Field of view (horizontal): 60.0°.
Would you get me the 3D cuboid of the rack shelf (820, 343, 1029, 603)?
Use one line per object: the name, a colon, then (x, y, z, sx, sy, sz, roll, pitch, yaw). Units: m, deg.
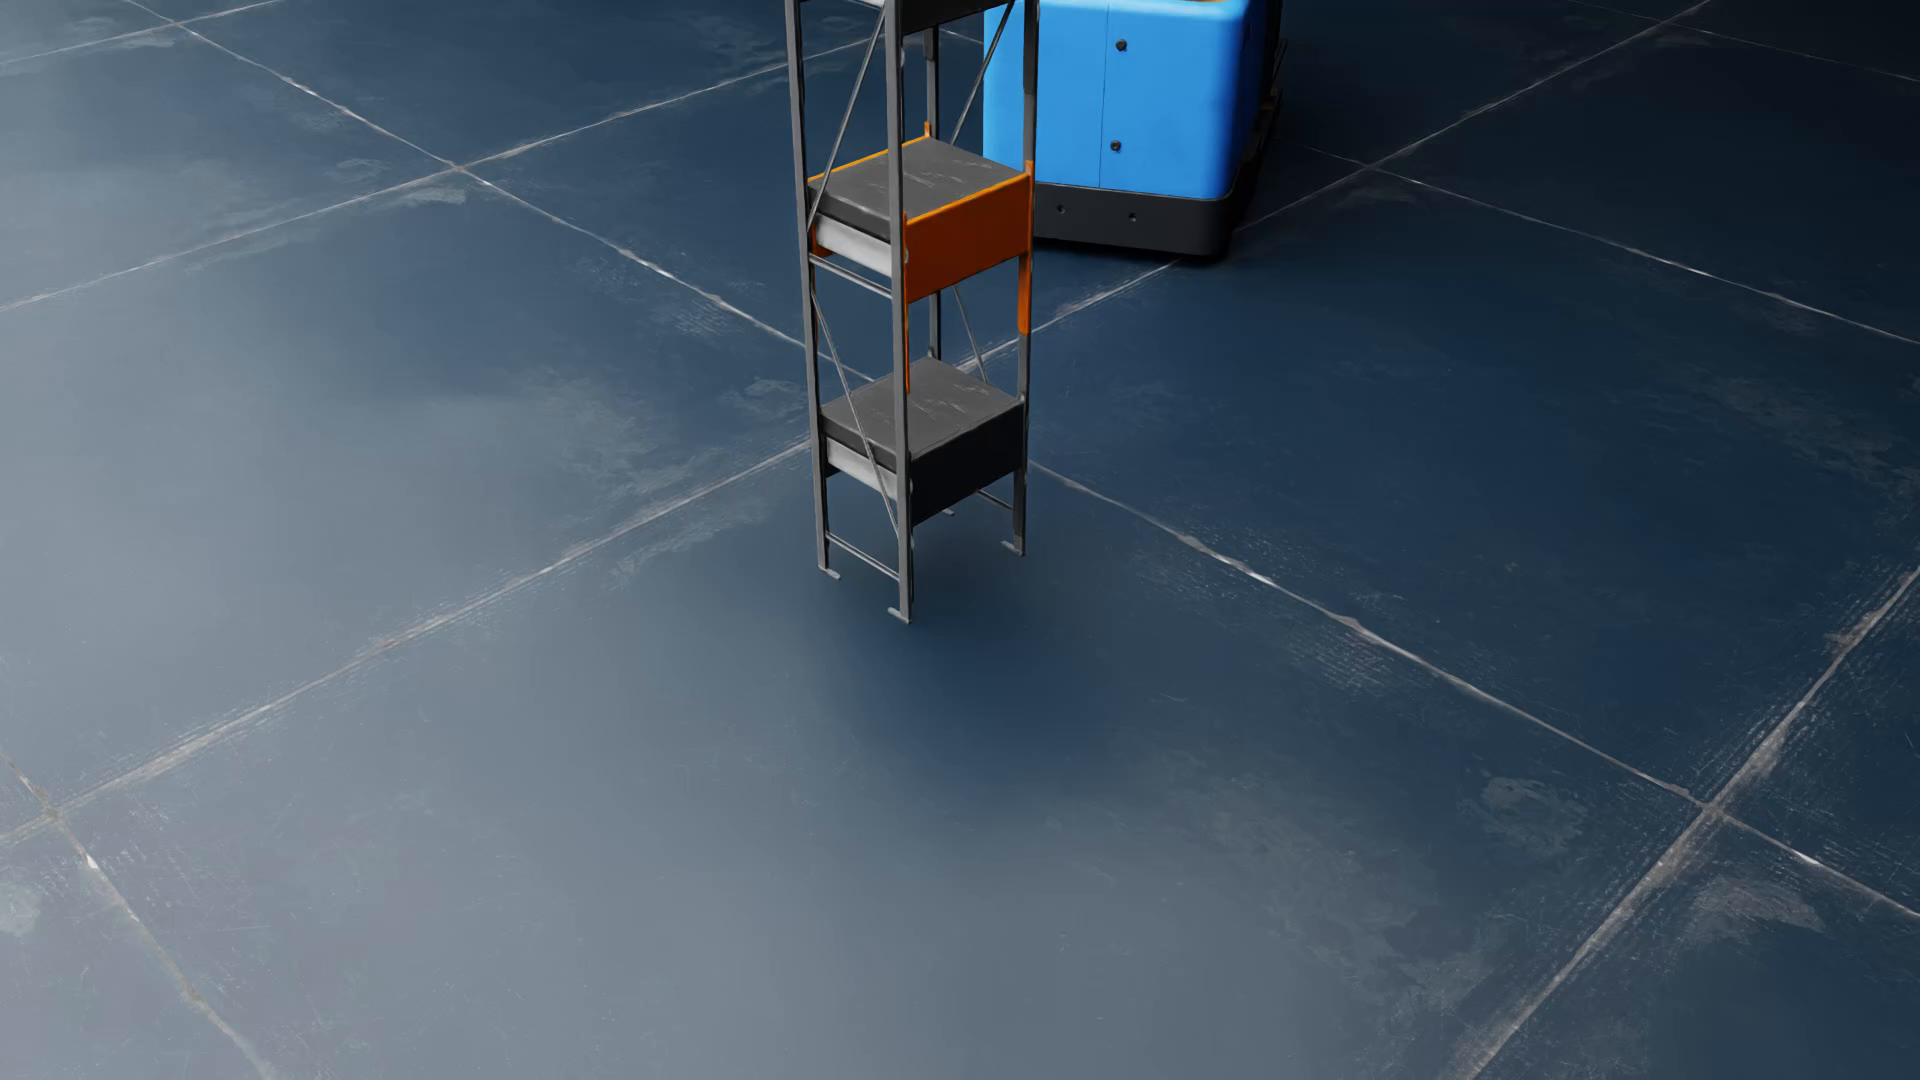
rack shelf: (-0.117, -0.209, 4.961, 0.431, 0.518, 0.480, 30, 45, 35)

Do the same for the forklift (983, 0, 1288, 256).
forklift: (0.965, -3.204, 7.282, 1.130, 2.935, 3.031, 9, 36, 13)

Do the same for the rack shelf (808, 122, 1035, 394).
rack shelf: (-0.117, -0.783, 4.561, 0.431, 0.518, 0.480, 30, 45, 35)

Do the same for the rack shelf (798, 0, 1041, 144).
rack shelf: (-0.117, -1.357, 4.160, 0.431, 0.518, 0.480, 30, 45, 35)

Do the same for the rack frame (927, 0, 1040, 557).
rack frame: (0.055, -0.893, 4.695, 0.400, 2.100, 0.015, 30, 45, 35)

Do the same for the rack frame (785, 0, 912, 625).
rack frame: (-0.289, -0.695, 4.411, 0.400, 2.100, 0.015, 30, 45, 35)

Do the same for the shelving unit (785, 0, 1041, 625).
shelving unit: (-0.117, -0.794, 4.553, 0.431, 2.100, 0.503, 30, 45, 35)
